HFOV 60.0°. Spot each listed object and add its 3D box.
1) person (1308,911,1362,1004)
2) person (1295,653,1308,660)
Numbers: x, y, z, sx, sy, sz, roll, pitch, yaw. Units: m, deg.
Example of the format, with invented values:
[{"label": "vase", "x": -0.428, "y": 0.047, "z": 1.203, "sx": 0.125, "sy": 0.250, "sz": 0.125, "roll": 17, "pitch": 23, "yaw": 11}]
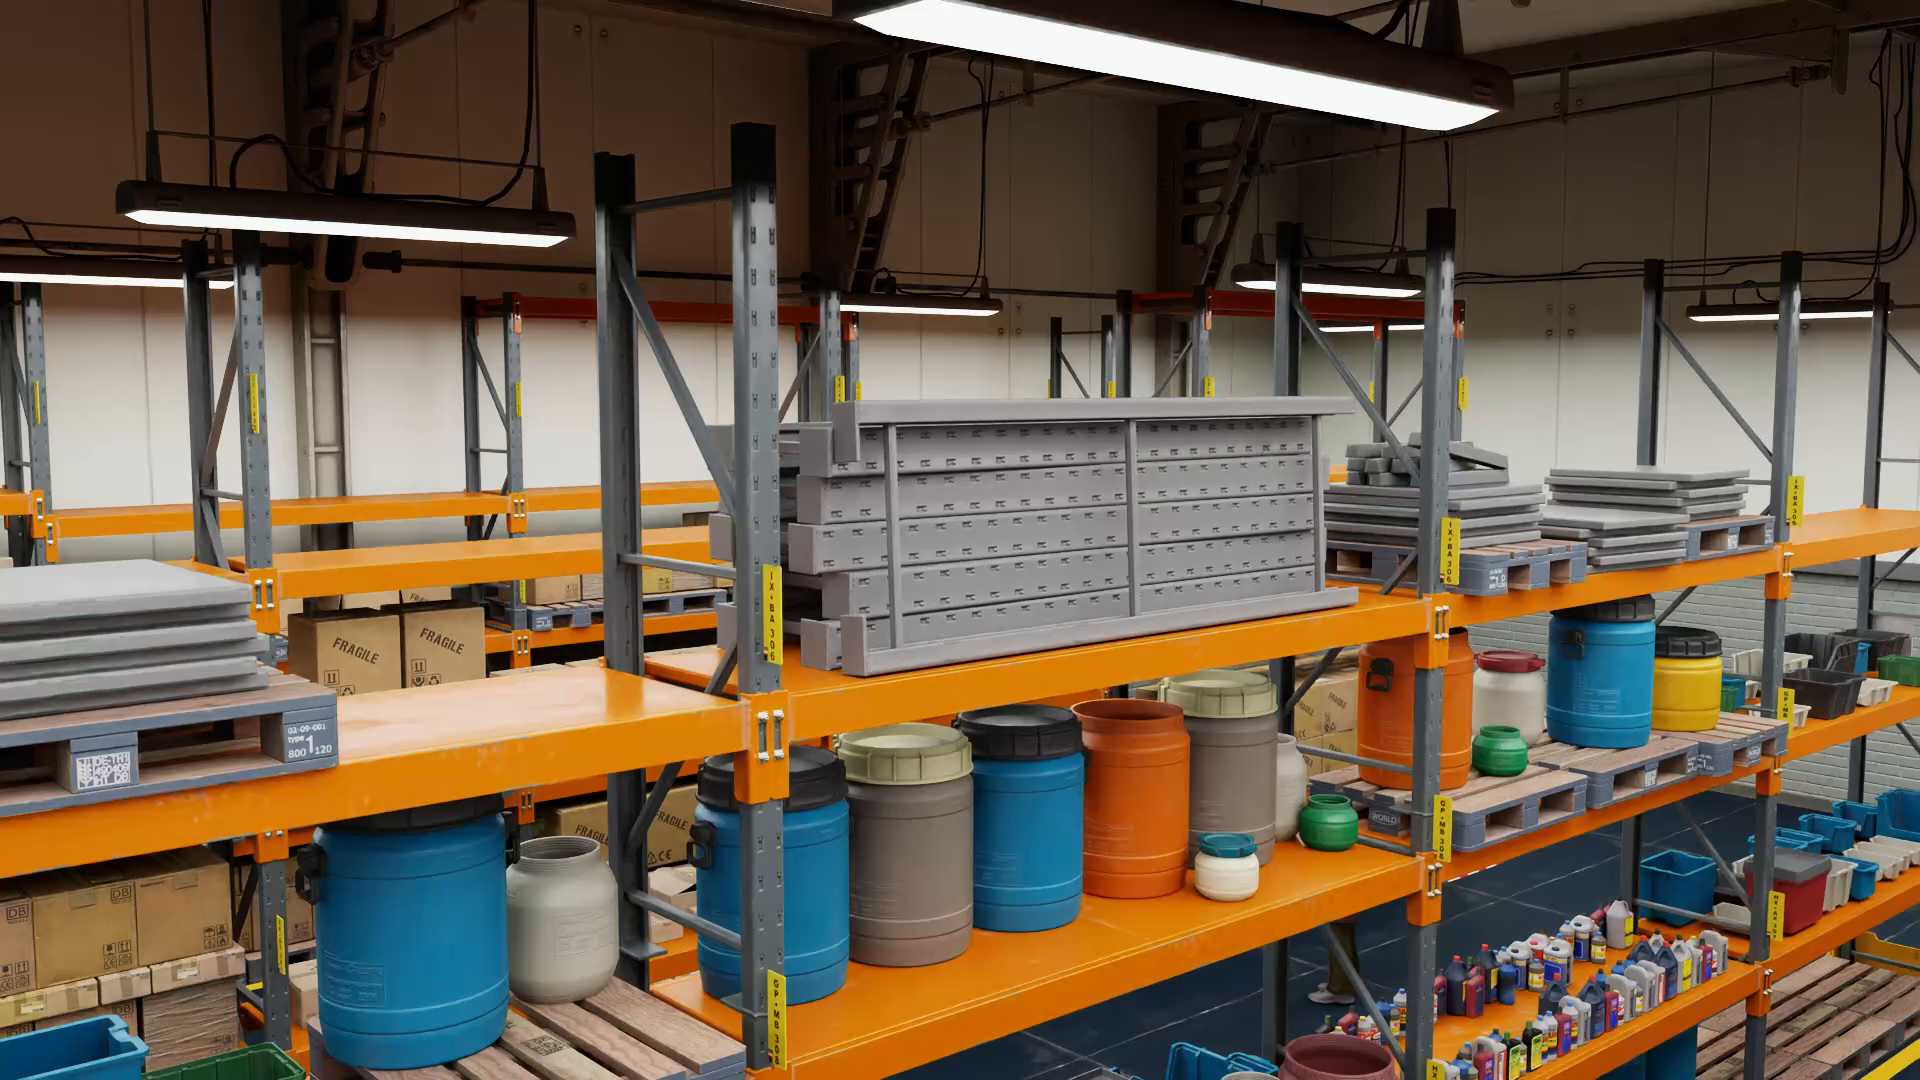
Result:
[{"label": "person", "x": 3.200, "y": 2.957, "z": 13.974, "sx": 0.459, "sy": 1.783, "sz": 0.582, "roll": 2, "pitch": 6, "yaw": 19}, {"label": "person", "x": 4.393, "y": 2.200, "z": 22.004, "sx": 0.557, "sy": 1.727, "sz": 1.043, "roll": 5, "pitch": 8, "yaw": 44}]
